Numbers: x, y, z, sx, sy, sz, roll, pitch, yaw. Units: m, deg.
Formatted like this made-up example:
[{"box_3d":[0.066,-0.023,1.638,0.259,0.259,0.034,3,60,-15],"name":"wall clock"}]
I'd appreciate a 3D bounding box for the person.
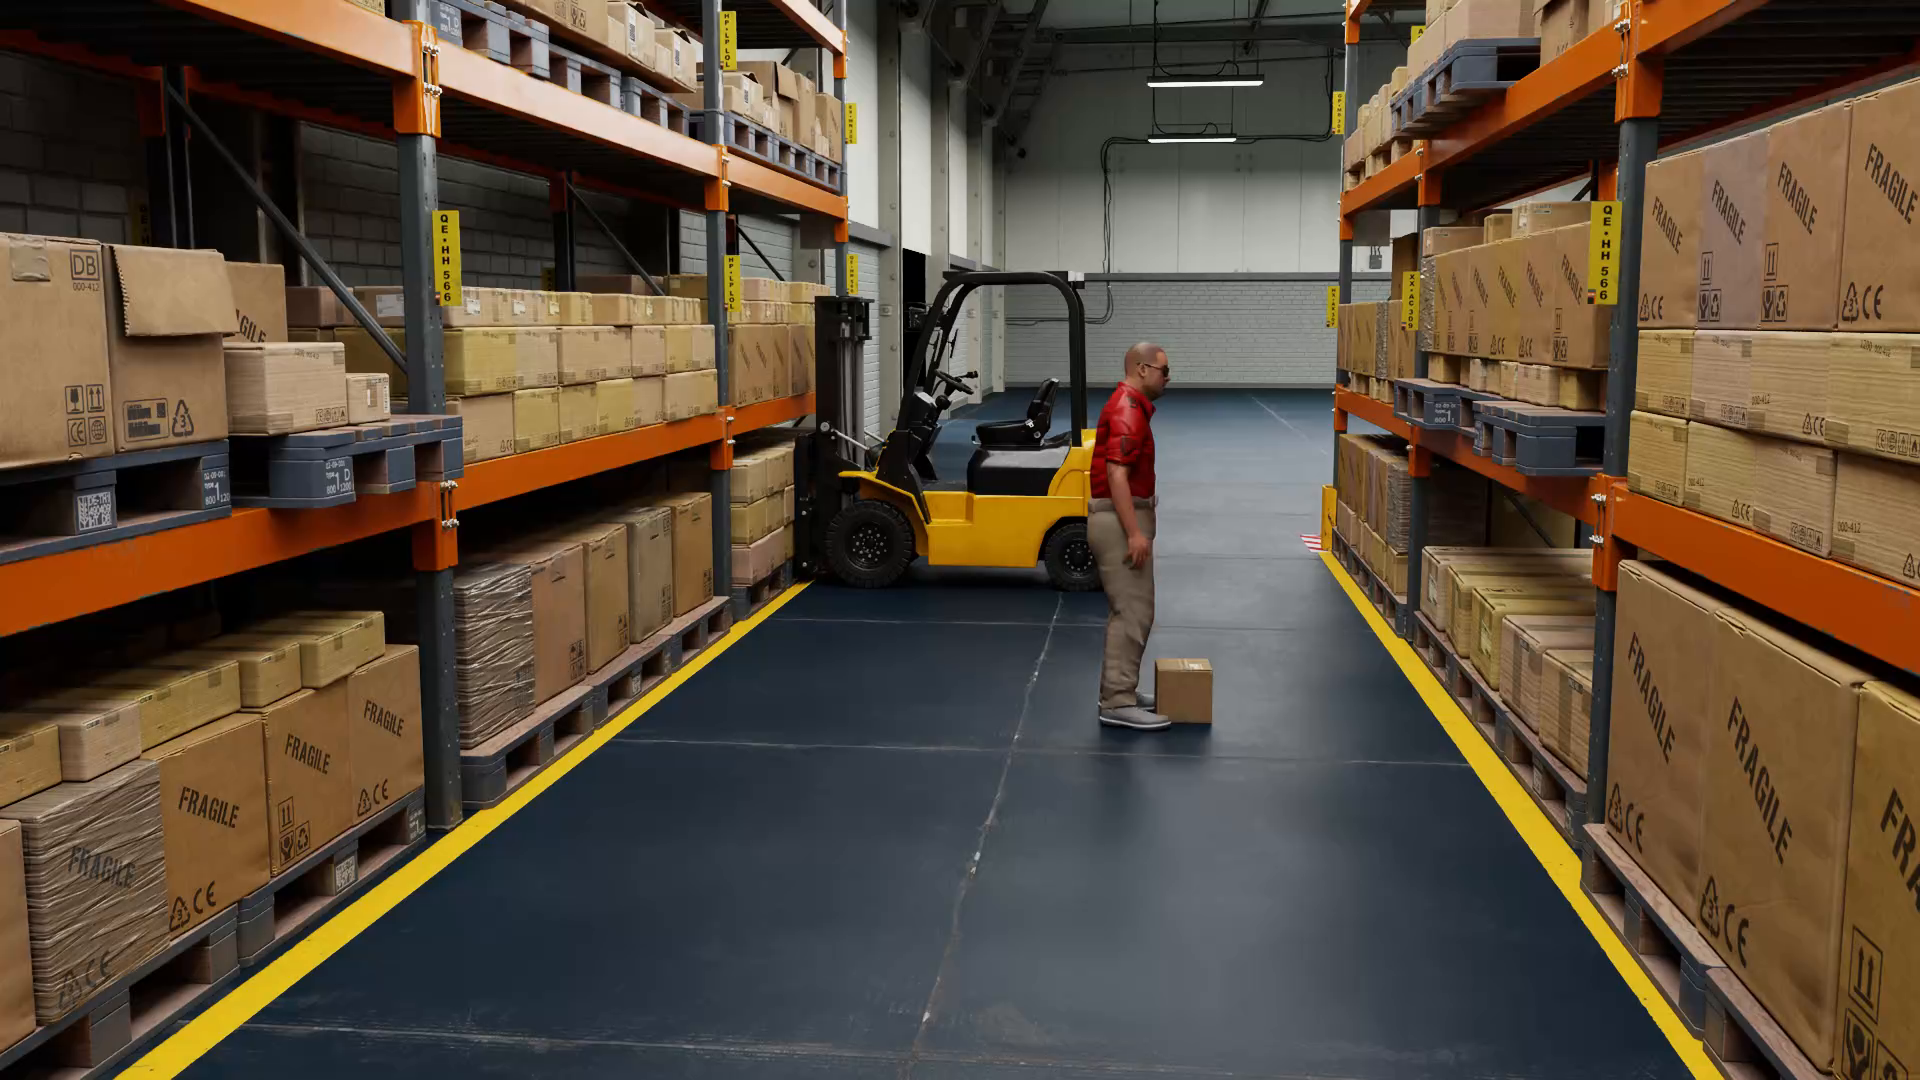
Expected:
[{"box_3d":[0.782,-0.037,7.623,0.394,1.727,0.587,1,8,7],"name":"person"}]
